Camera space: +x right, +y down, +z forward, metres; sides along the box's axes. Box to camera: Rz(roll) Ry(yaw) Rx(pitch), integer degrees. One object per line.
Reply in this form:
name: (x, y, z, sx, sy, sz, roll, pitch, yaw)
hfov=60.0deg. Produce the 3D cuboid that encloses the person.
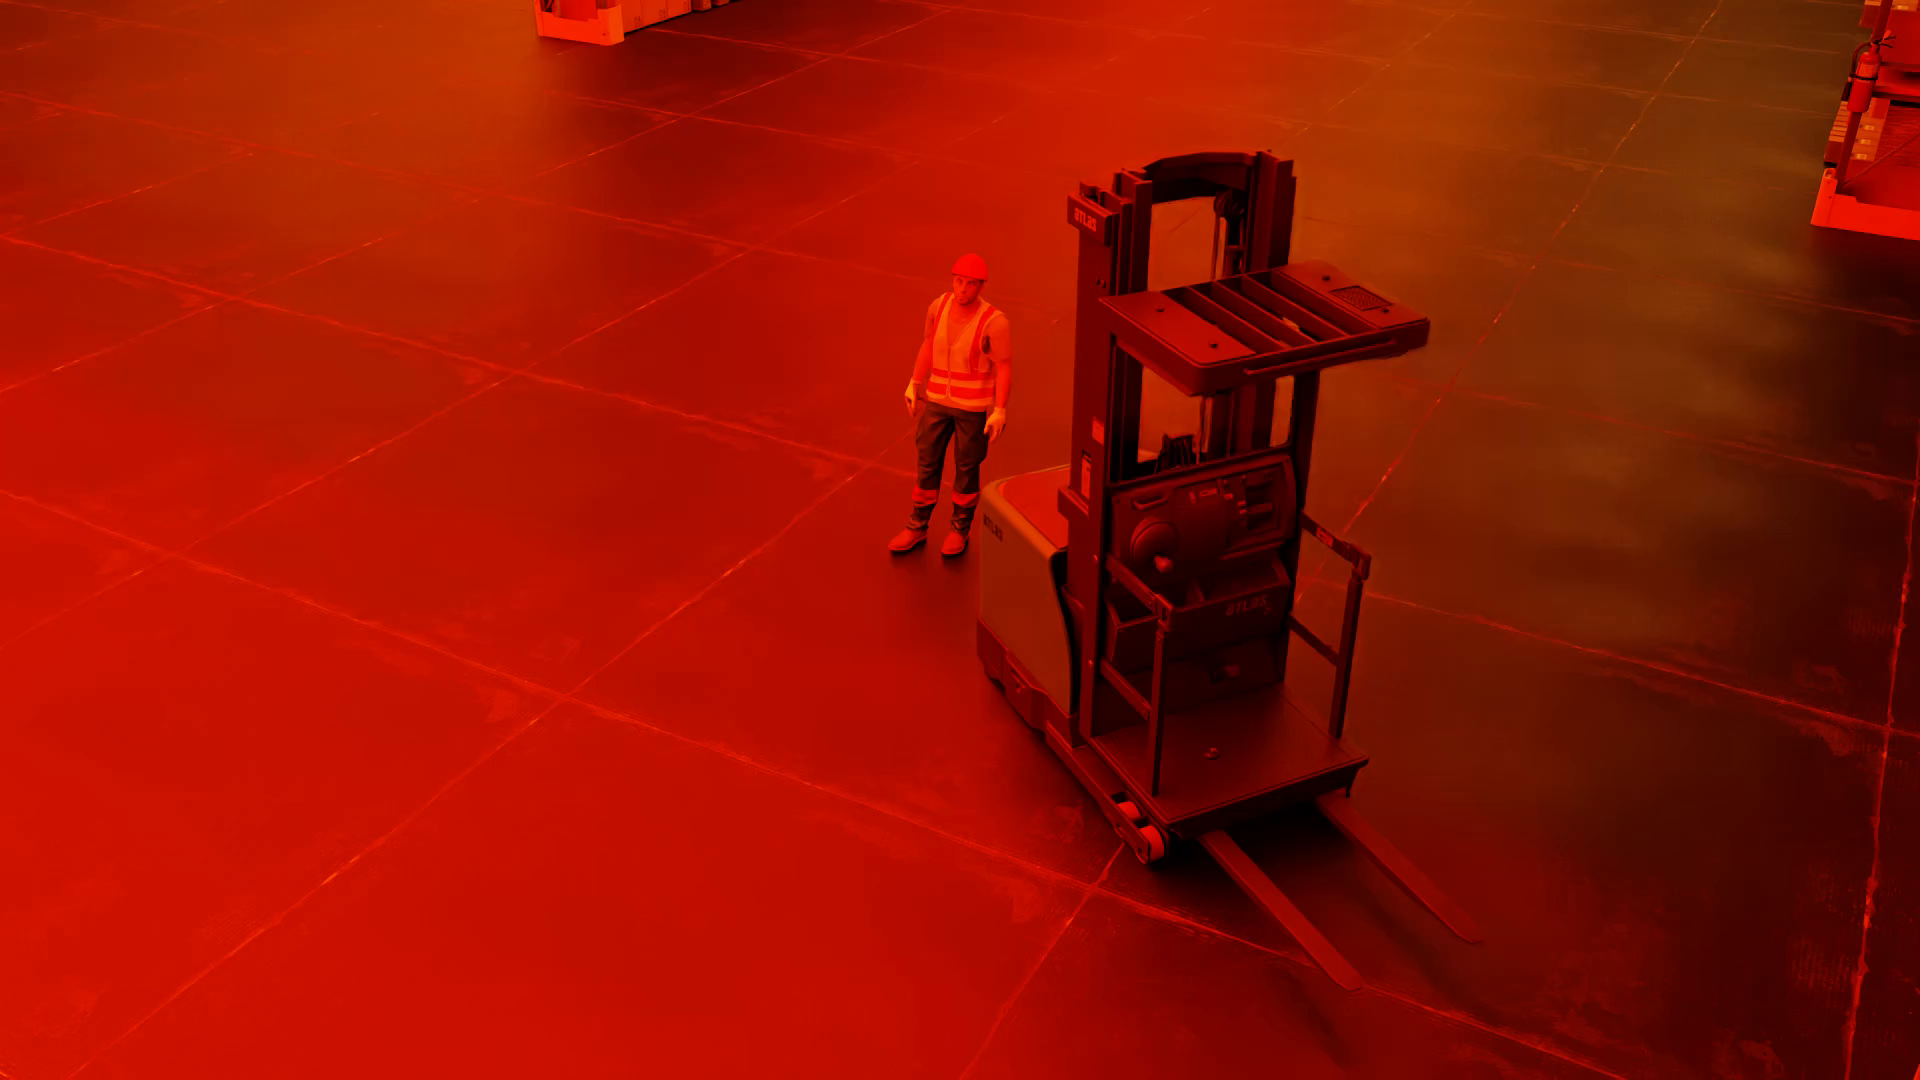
person: (-0.049, -0.748, 9.495, 0.638, 1.790, 0.561, 15, 33, 25)

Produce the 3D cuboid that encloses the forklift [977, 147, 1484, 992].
forklift: (1.177, -0.066, 7.185, 1.130, 2.935, 3.031, -13, 33, -22)
